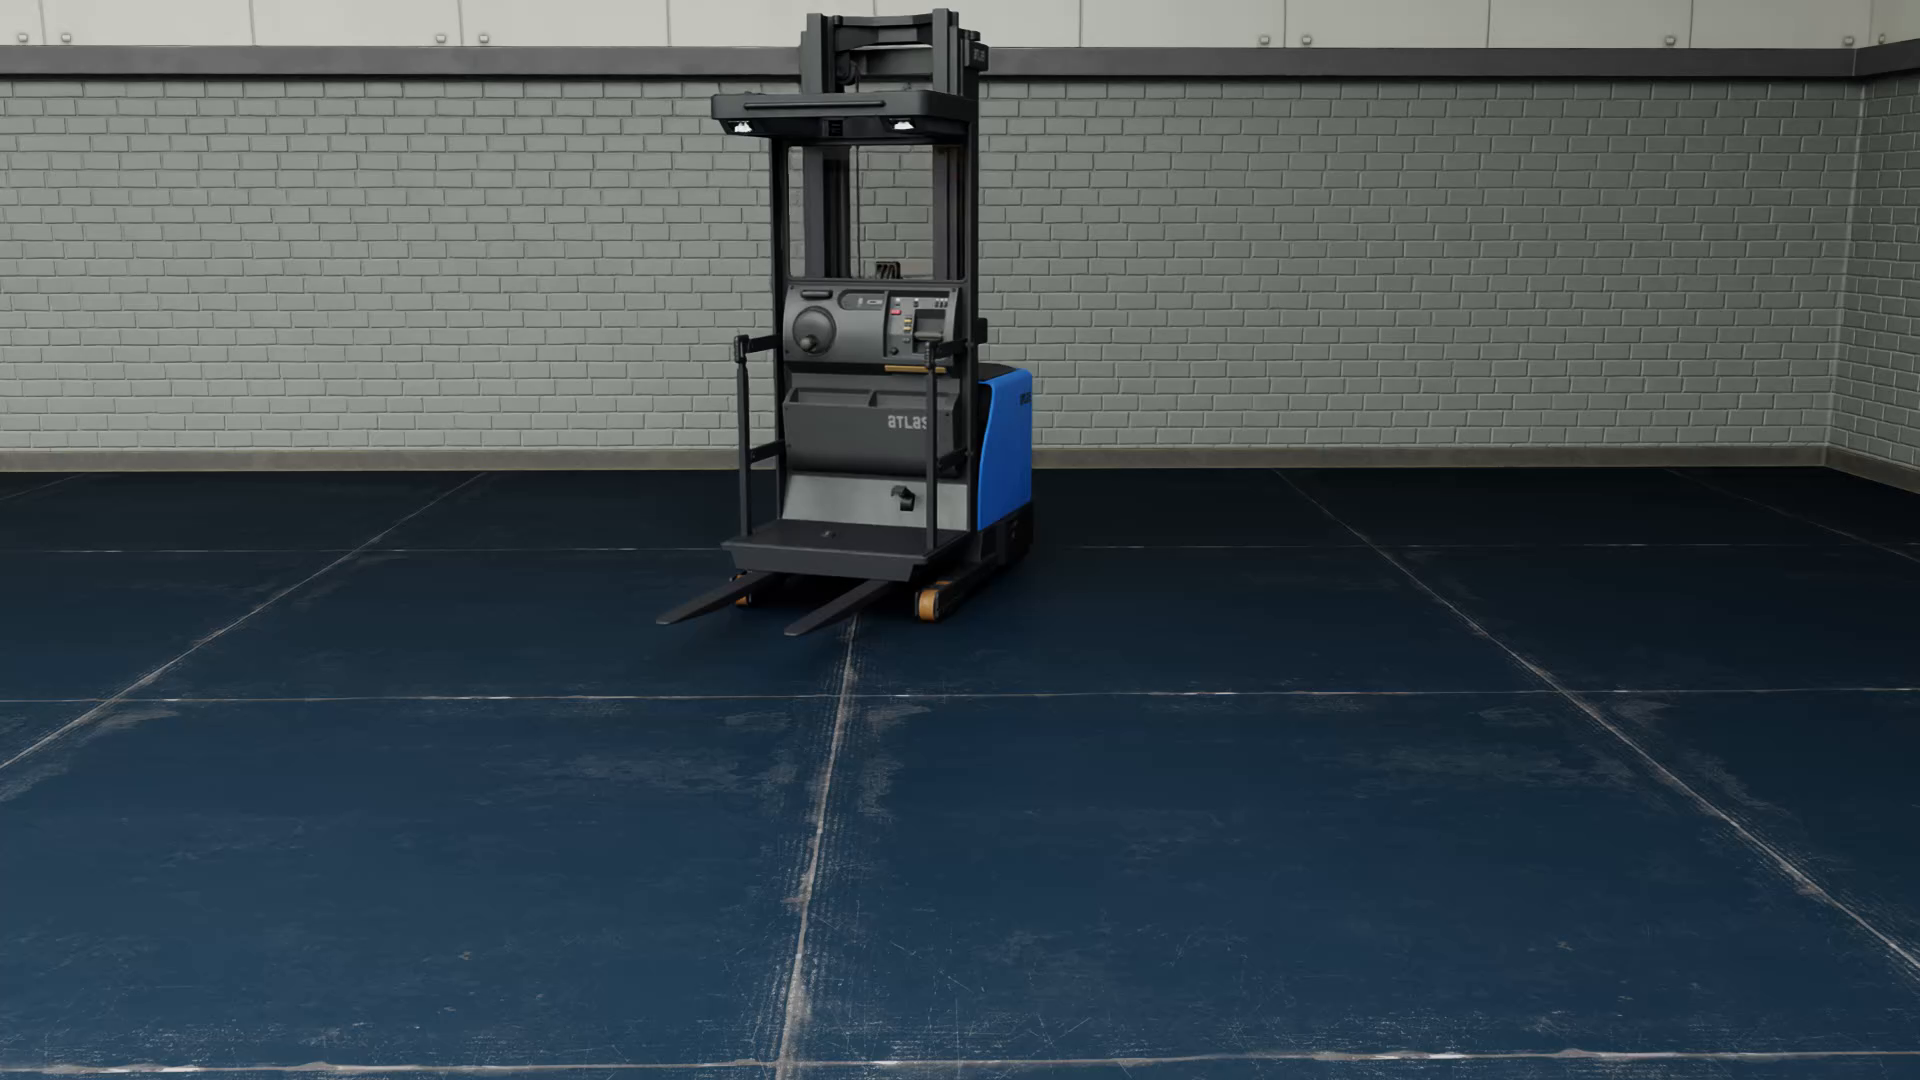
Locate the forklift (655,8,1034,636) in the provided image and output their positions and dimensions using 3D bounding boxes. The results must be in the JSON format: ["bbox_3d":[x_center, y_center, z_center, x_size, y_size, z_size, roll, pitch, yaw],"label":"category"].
[{"bbox_3d":[-0.522,-1.126,8.237,1.130,2.935,3.031,4,12,18],"label":"forklift"}]
